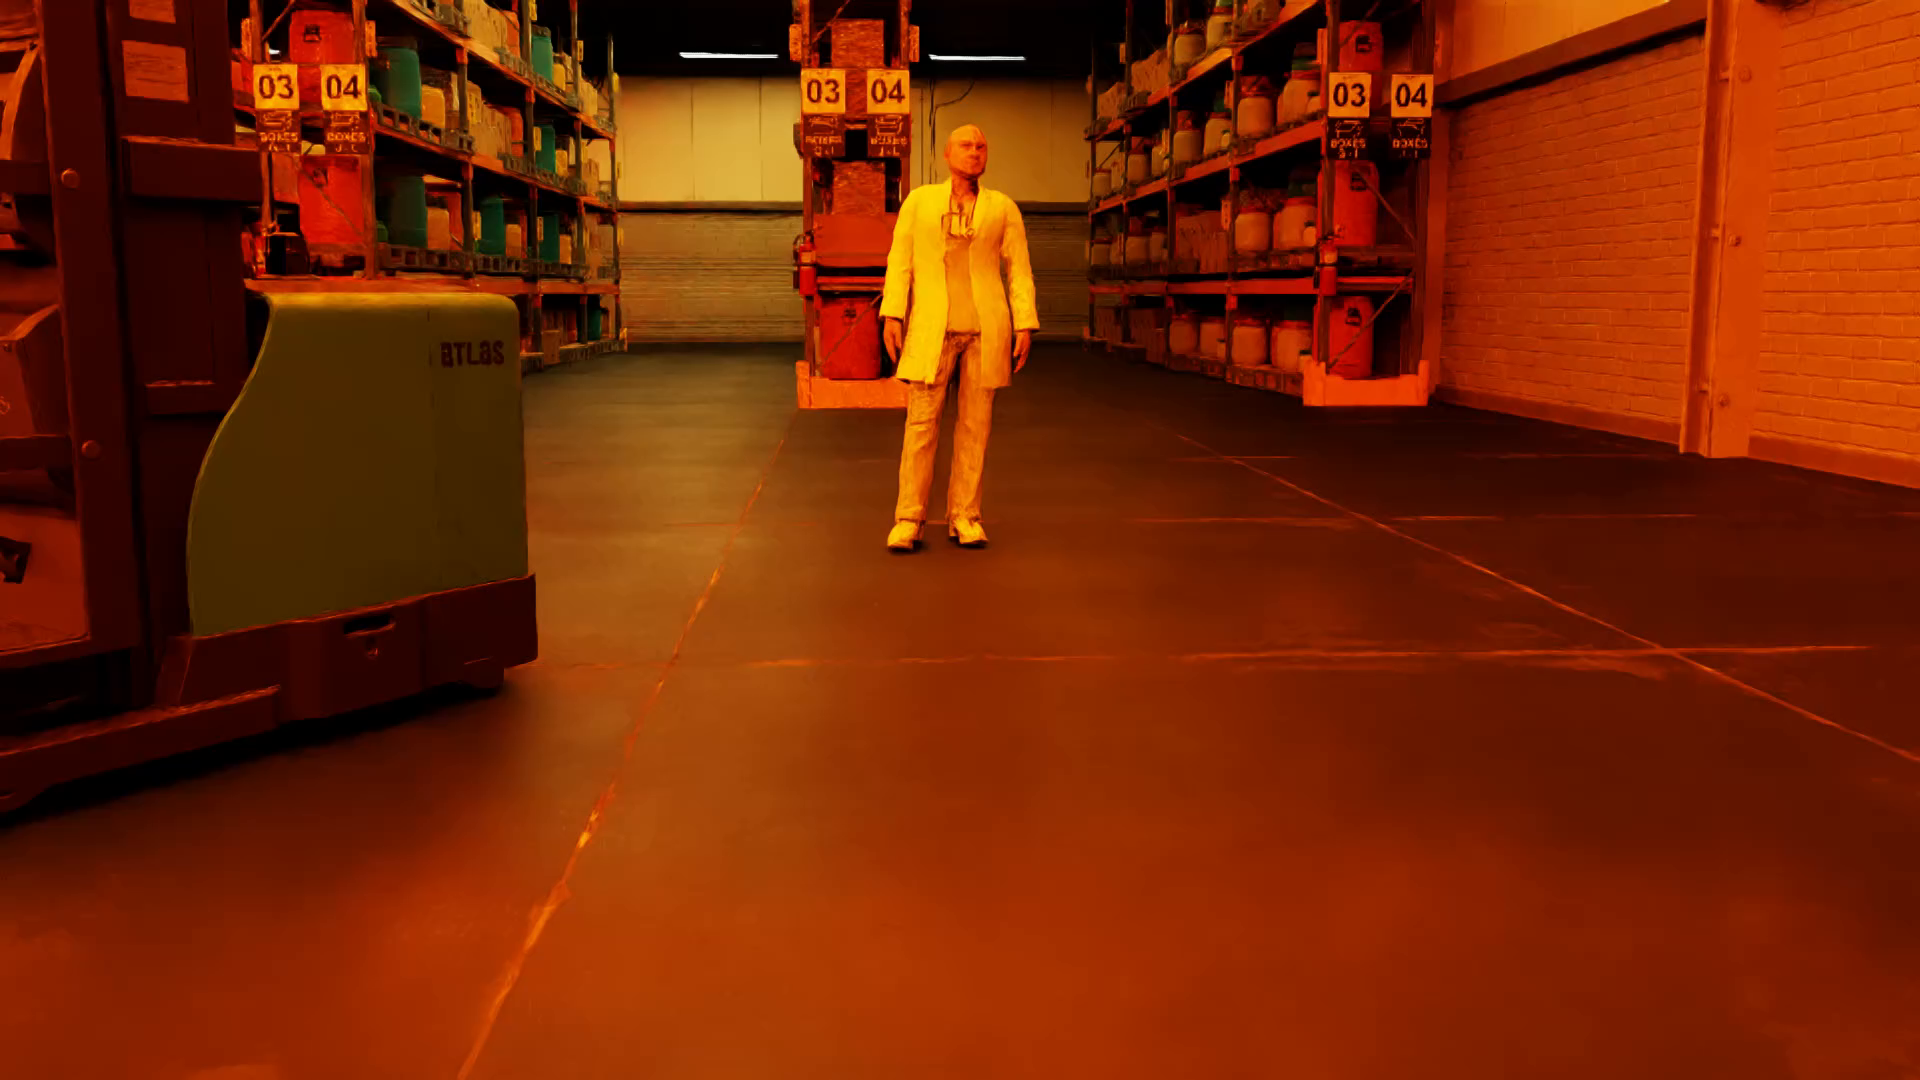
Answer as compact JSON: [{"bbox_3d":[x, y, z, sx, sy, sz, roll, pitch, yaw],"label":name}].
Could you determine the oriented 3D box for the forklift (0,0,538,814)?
[{"bbox_3d":[-2.385,-0.907,3.440,1.130,2.935,3.031,5,10,32],"label":"forklift"}]

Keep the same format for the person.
[{"bbox_3d":[0.001,-0.873,7.088,0.694,1.776,0.579,-1,8,-4],"label":"person"}]
